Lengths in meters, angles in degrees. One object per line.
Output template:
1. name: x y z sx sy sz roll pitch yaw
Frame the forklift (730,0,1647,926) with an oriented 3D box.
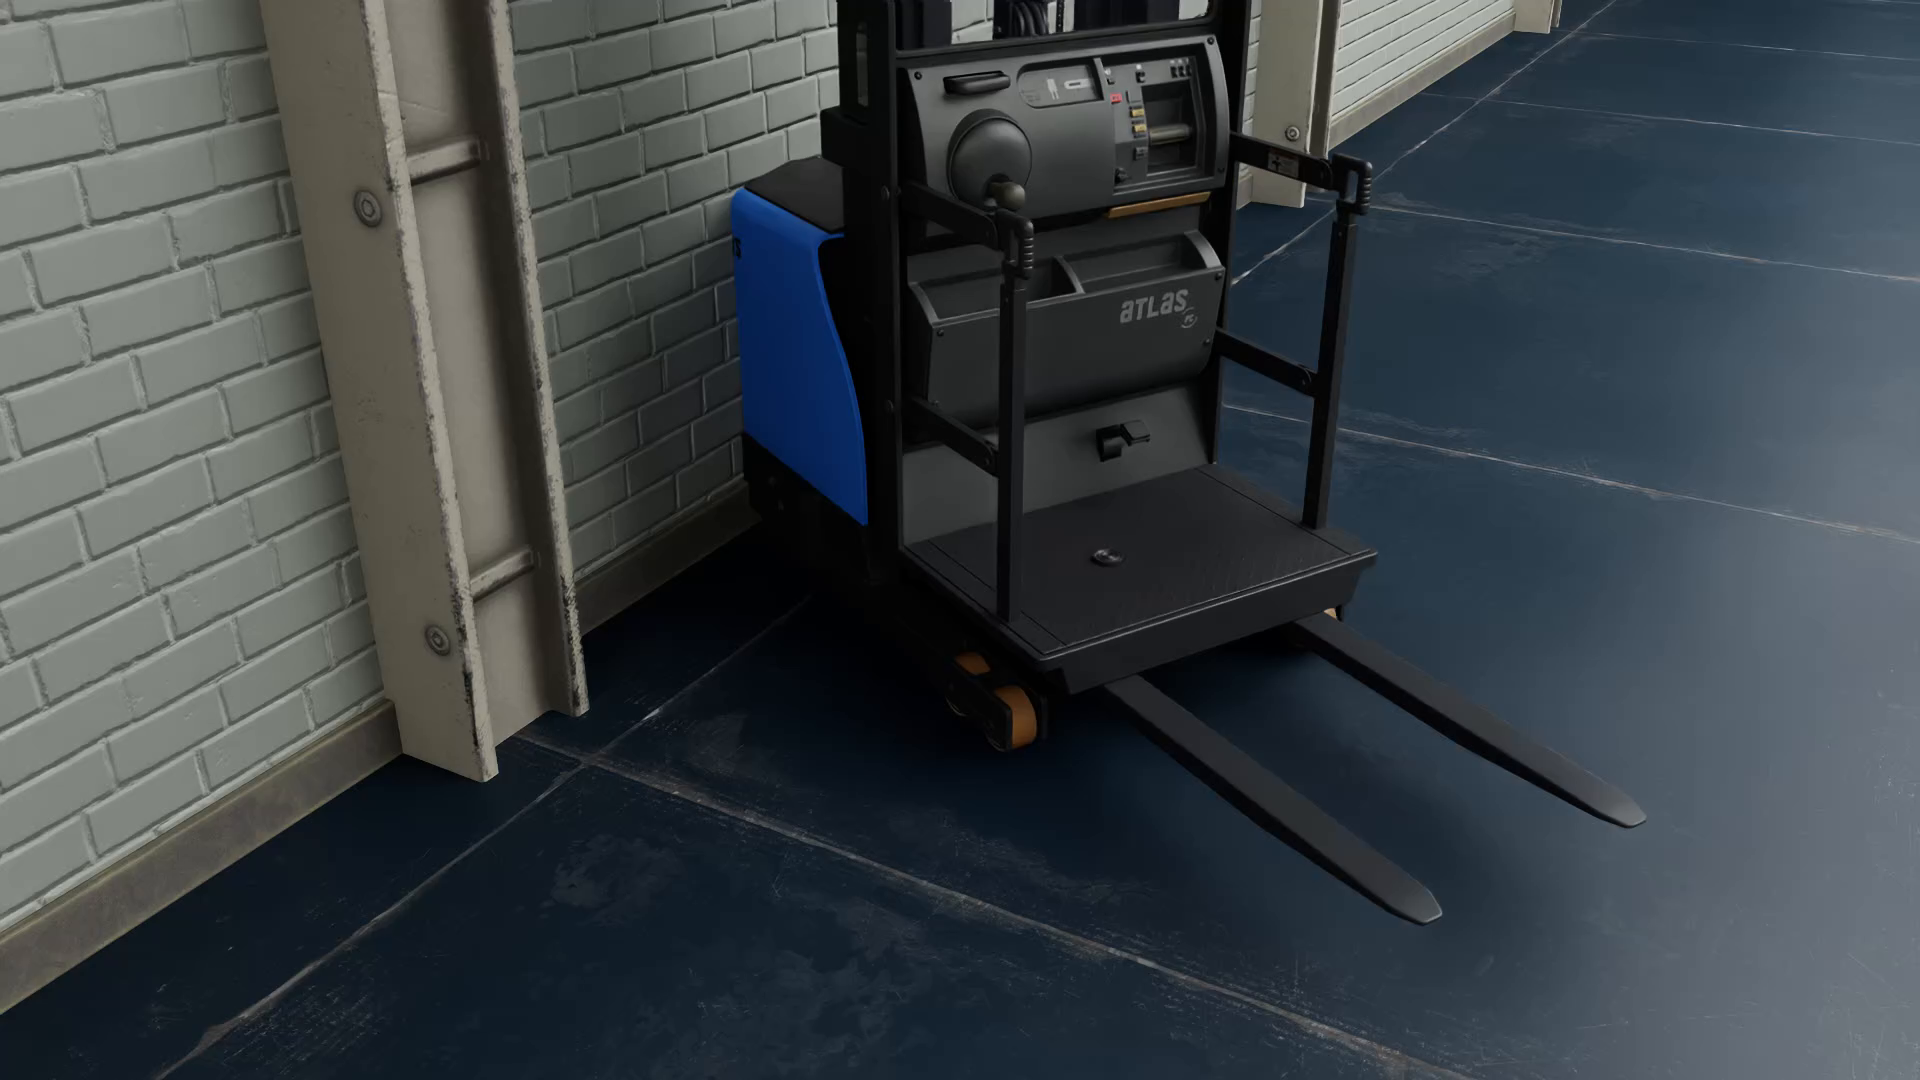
1. forklift: 0.402 -1.016 4.005 1.130 2.935 3.031 -15 30 -28

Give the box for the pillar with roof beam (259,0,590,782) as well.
1. pillar with roof beam: 2.548 -2.593 0.377 9.100 9.000 0.400 14 30 26

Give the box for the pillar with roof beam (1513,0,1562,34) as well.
1. pillar with roof beam: 8.451 -7.270 9.719 9.100 9.000 0.400 14 30 26

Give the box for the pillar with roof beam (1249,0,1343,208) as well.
1. pillar with roof beam: 5.499 -4.931 5.048 9.100 9.000 0.400 14 30 26
